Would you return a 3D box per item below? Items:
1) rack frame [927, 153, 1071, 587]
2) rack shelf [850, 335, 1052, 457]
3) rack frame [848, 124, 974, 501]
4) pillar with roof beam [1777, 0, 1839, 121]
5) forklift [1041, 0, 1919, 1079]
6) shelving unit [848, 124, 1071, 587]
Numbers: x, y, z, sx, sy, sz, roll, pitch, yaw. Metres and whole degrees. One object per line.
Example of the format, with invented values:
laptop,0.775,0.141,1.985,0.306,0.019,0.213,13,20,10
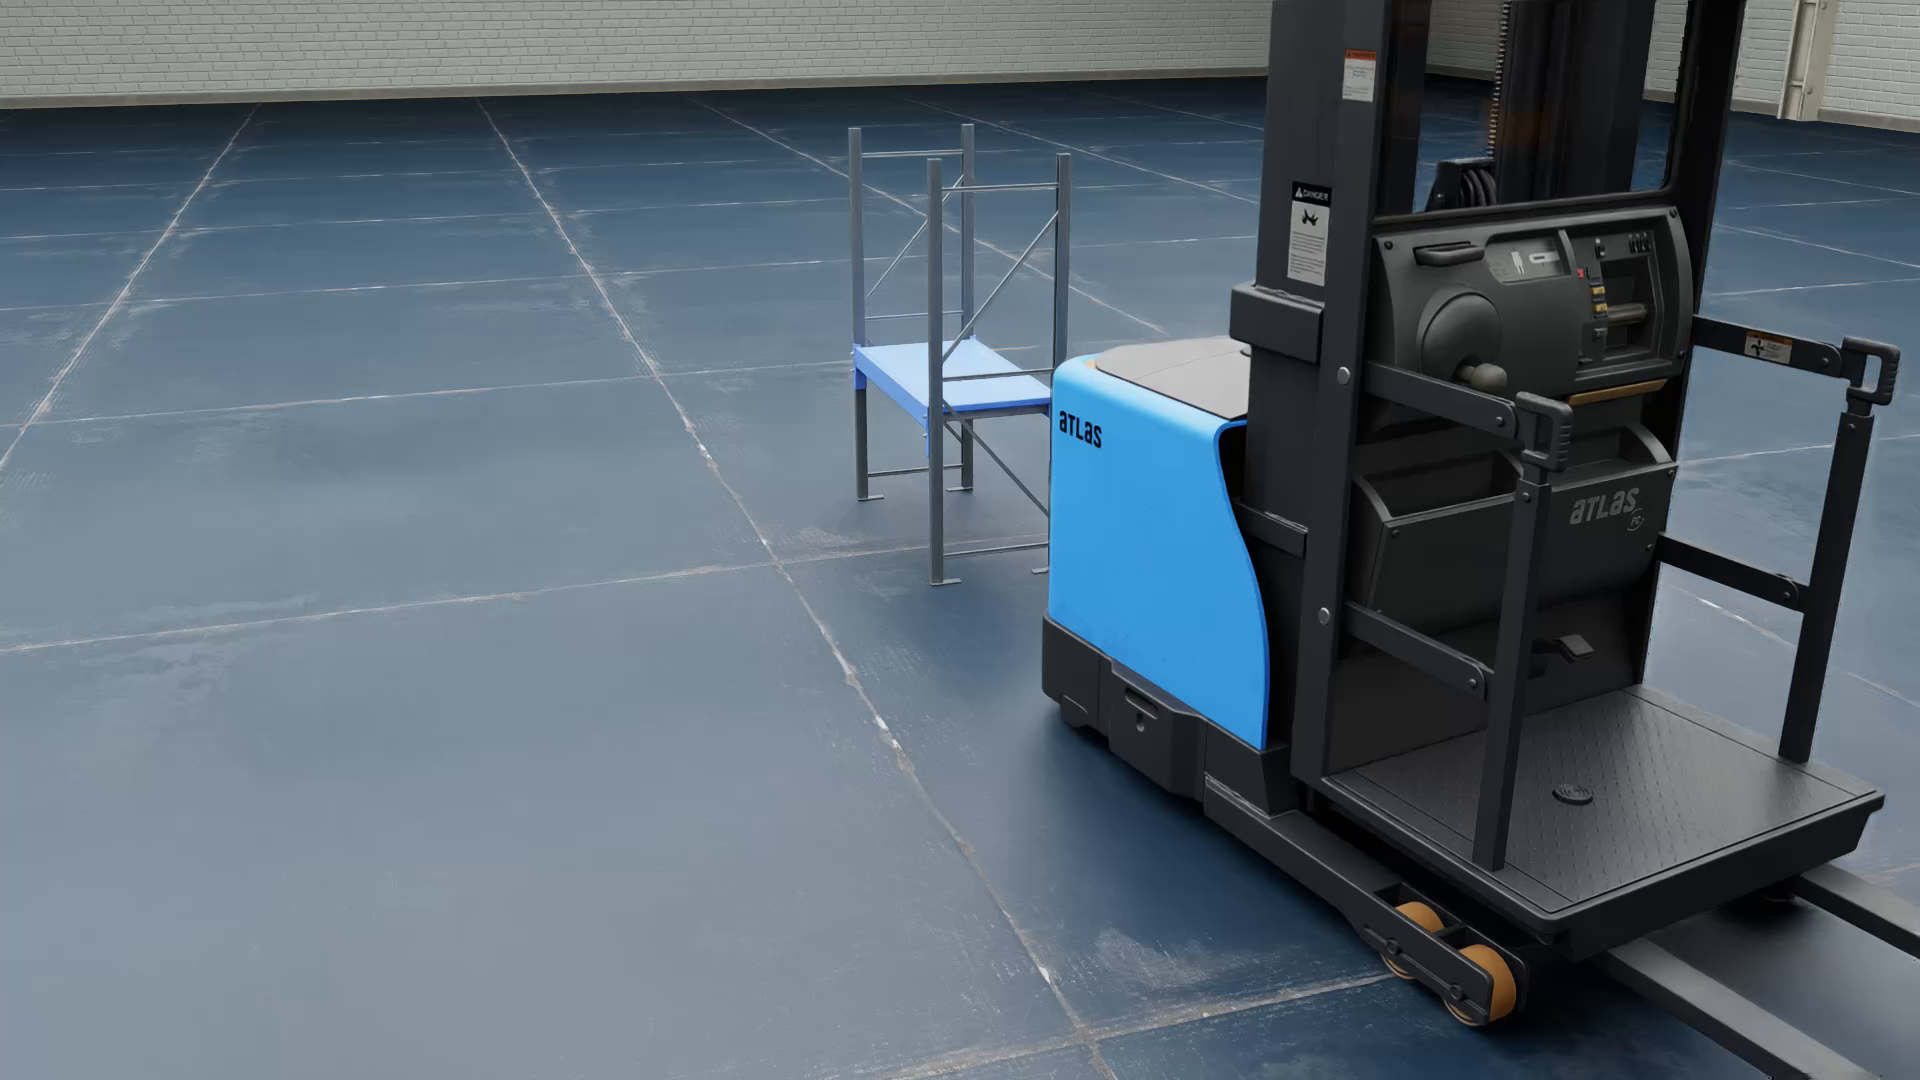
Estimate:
rack frame,0.133,-0.570,5.785,0.500,1.500,0.032,-6,21,-17
rack shelf,-0.027,-0.564,6.300,0.538,0.185,1.000,-6,21,-17
rack frame,-0.187,-0.896,6.693,0.500,1.500,0.032,-6,21,-17
pillar with roof beam,6.832,-9.261,18.888,9.100,9.000,0.400,-6,21,-17
forklift,1.401,-0.522,3.534,1.130,2.935,3.031,-11,22,-27
shelving unit,-0.027,-0.733,6.239,0.538,1.500,1.048,-6,21,-17
